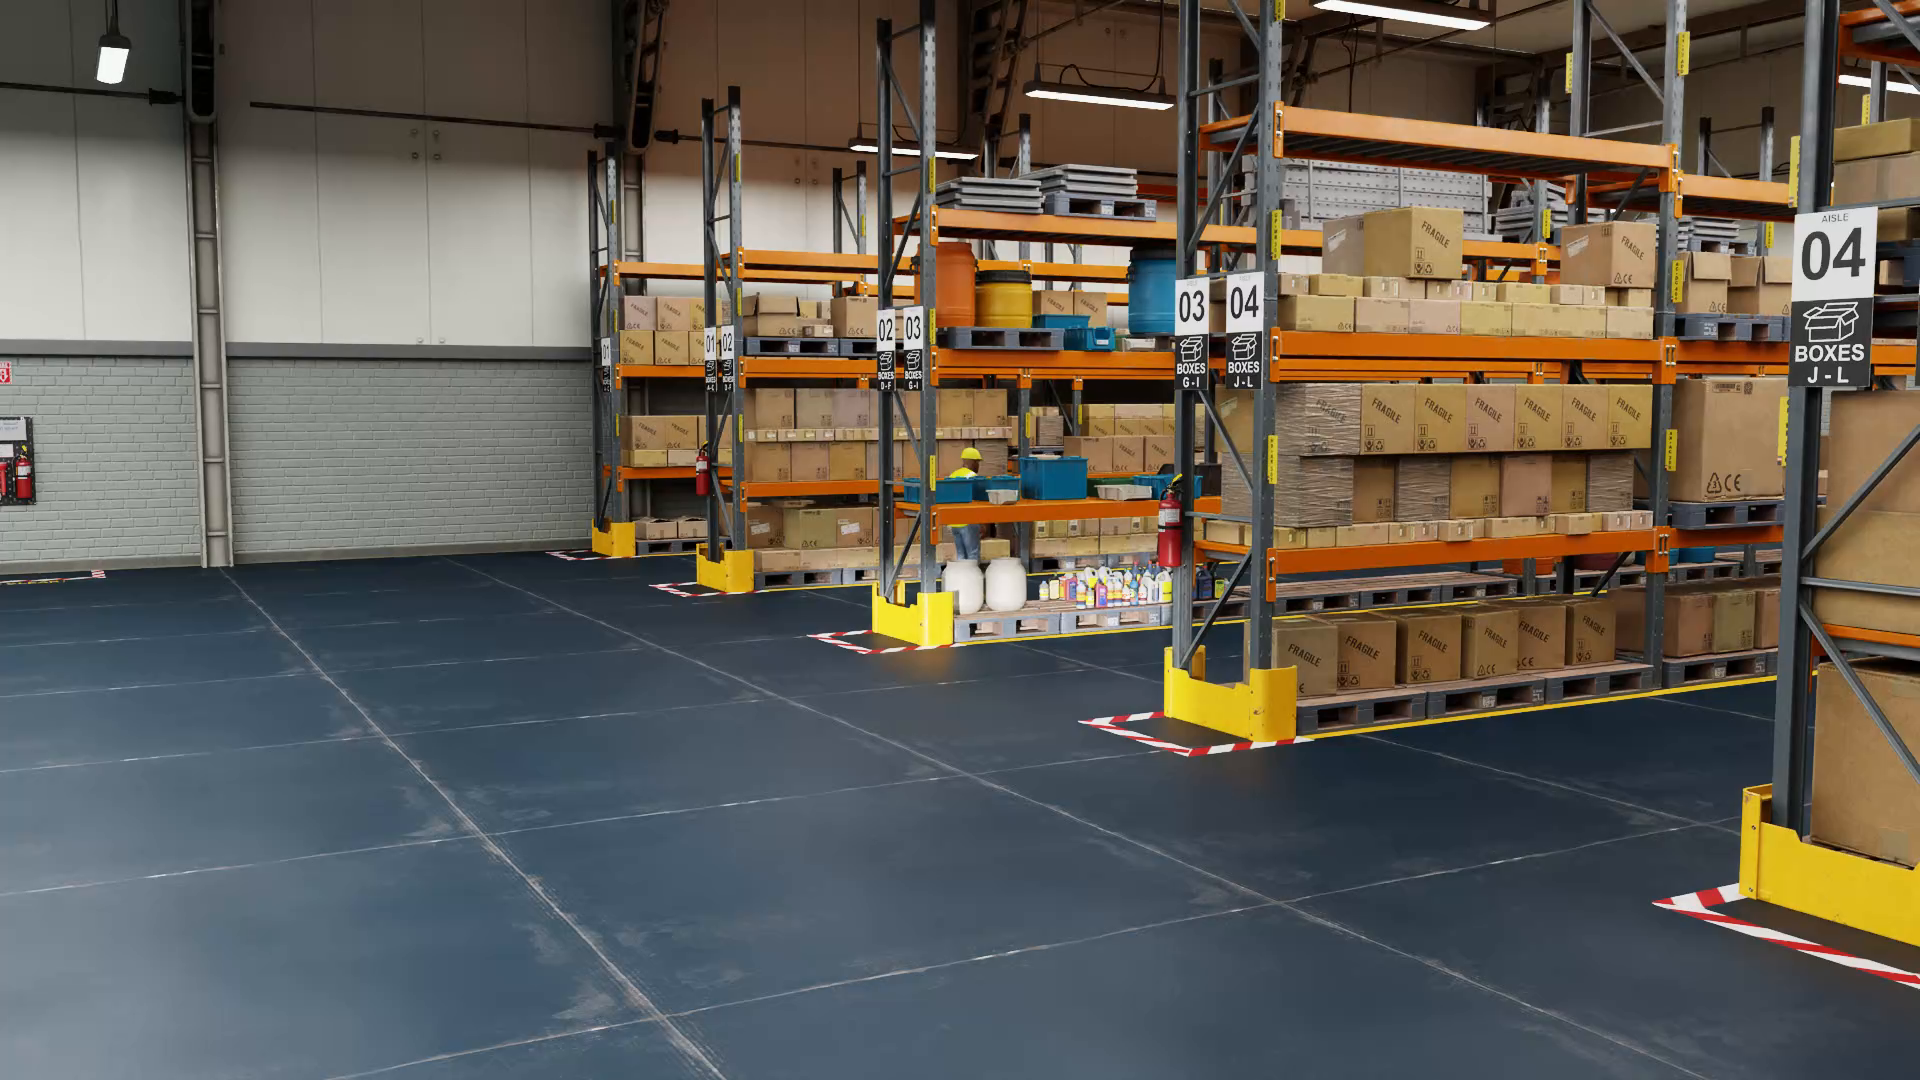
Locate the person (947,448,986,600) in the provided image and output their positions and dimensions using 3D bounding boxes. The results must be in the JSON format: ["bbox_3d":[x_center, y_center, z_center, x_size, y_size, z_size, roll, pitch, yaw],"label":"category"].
[{"bbox_3d":[0.087,-0.188,19.336,0.461,1.755,0.633,-3,6,-32],"label":"person"}]
